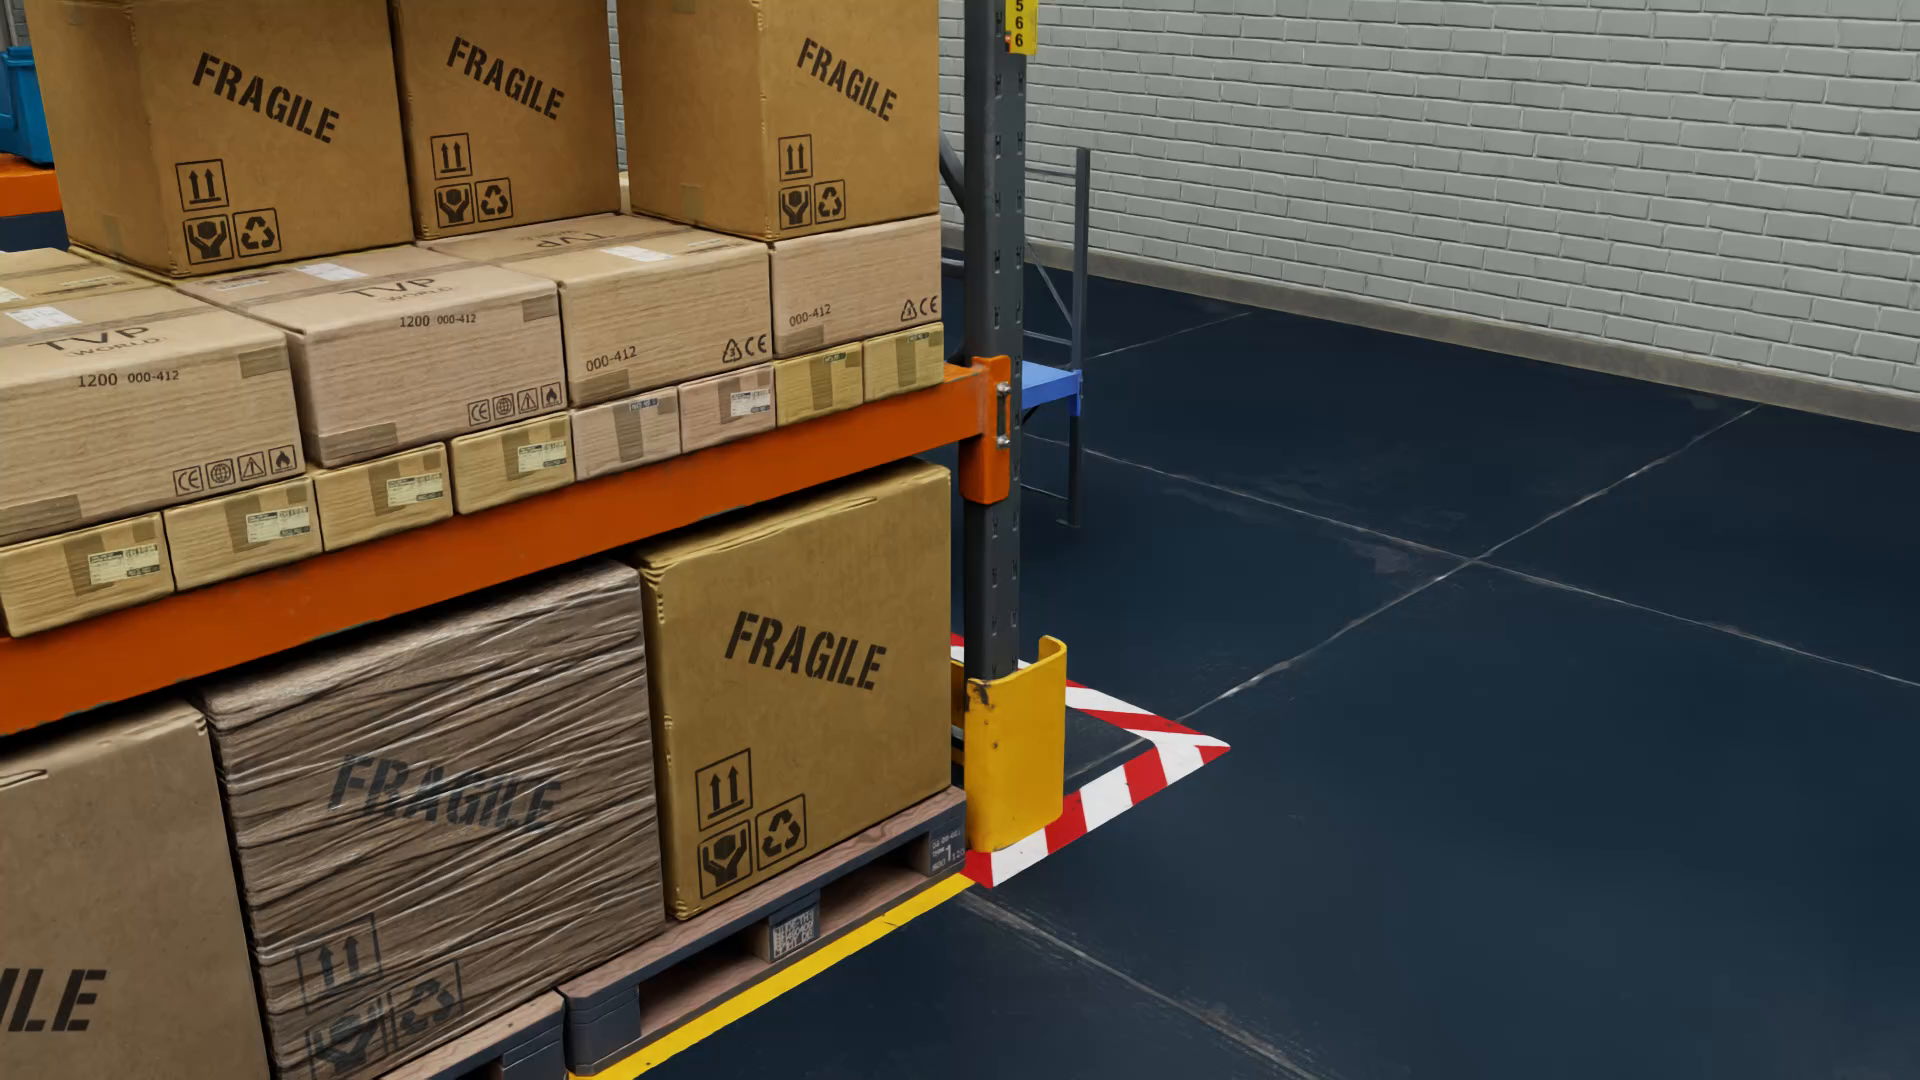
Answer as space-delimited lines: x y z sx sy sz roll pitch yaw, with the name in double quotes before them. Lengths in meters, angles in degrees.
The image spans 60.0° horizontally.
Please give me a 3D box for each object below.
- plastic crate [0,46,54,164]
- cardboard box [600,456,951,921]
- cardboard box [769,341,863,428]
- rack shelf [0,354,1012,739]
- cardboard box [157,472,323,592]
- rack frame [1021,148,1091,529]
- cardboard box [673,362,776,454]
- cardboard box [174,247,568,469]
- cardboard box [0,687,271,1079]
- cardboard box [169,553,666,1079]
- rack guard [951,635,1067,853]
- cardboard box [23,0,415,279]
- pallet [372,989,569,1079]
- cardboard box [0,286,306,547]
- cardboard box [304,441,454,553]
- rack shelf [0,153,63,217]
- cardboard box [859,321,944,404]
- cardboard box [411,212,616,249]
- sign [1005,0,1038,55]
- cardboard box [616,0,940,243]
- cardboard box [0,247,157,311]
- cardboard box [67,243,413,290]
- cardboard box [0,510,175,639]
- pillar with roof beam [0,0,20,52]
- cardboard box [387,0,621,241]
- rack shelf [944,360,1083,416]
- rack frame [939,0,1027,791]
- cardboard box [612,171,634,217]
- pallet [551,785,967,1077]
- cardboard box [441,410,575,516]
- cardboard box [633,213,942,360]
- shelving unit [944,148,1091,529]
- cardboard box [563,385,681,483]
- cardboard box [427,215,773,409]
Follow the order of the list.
"plastic crate" -3.892 -1.895 7.192 0.616 0.435 0.499 19 28 41
"cardboard box" -0.632 0.236 4.155 0.875 0.875 0.875 19 28 41
"cardboard box" -0.436 -0.386 3.747 0.380 0.149 0.250 20 28 41
"rack shelf" -1.638 0.106 3.121 1.077 0.370 4.000 19 28 41
"cardboard box" -1.322 -0.060 2.900 0.250 0.149 0.380 -19 28 -41
"rack frame" 0.295 -0.809 6.588 0.500 1.500 0.032 19 28 41
"cardboard box" -0.613 -0.321 3.579 0.380 0.149 0.250 19 28 41
"cardboard box" -1.100 -0.361 3.127 0.500 0.250 0.500 18 27 39
"cardboard box" -1.888 0.699 2.952 0.875 0.875 0.875 19 28 41
"cardboard box" -1.267 0.470 3.547 0.875 0.875 0.875 19 28 41
"rack guard" -0.227 0.417 4.794 1.175 0.500 0.348 19 28 41
"cardboard box" -1.477 -0.844 3.339 0.500 0.500 0.500 18 28 39
"pallet" -1.596 1.095 3.432 1.003 0.211 1.213 19 28 41
"cardboard box" -1.461 -0.226 2.776 0.500 0.250 0.500 19 28 41
"cardboard box" -1.148 -0.123 3.064 0.380 0.149 0.250 19 28 41
"rack shelf" -5.187 -1.134 6.346 1.077 0.370 4.000 19 28 41
"cardboard box" -0.256 -0.453 3.922 0.250 0.149 0.380 -20 28 -41
"cardboard box" -1.129 -0.622 3.806 0.500 0.250 0.500 19 28 40
"sign" 0.136 -1.256 3.717 0.100 0.325 0.005 19 28 41
"cardboard box" -0.395 -0.972 3.672 0.500 0.500 0.500 20 29 41
"cardboard box" -1.843 -0.358 3.120 0.500 0.250 0.500 19 28 40
"cardboard box" -1.483 -0.494 3.472 0.500 0.250 0.500 18 27 39
"cardboard box" -1.503 0.007 2.724 0.380 0.149 0.250 18 28 39
"pillar with roof beam" -6.542 -7.097 12.495 9.100 9.000 0.400 19 28 41
"cardboard box" -1.120 -0.979 3.689 0.500 0.500 0.500 18 28 39
"rack shelf" -0.060 -0.510 6.313 0.538 0.185 1.000 19 28 41
"rack frame" -0.243 -0.744 4.330 1.000 3.000 0.127 19 28 41
"cardboard box" -0.772 -0.757 4.158 0.500 0.250 0.500 18 28 39
"pallet" -0.745 0.783 4.244 1.003 0.211 1.213 19 28 41
"cardboard box" -0.967 -0.190 3.238 0.380 0.149 0.250 18 28 39
"cardboard box" -0.391 -0.622 3.806 0.500 0.250 0.500 19 28 40
"shelving unit" -0.059 -0.678 6.248 0.538 1.500 1.048 19 28 41
"cardboard box" -0.787 -0.257 3.413 0.250 0.149 0.380 -20 28 -41
"cardboard box" -0.746 -0.492 3.467 0.500 0.250 0.500 19 28 40
